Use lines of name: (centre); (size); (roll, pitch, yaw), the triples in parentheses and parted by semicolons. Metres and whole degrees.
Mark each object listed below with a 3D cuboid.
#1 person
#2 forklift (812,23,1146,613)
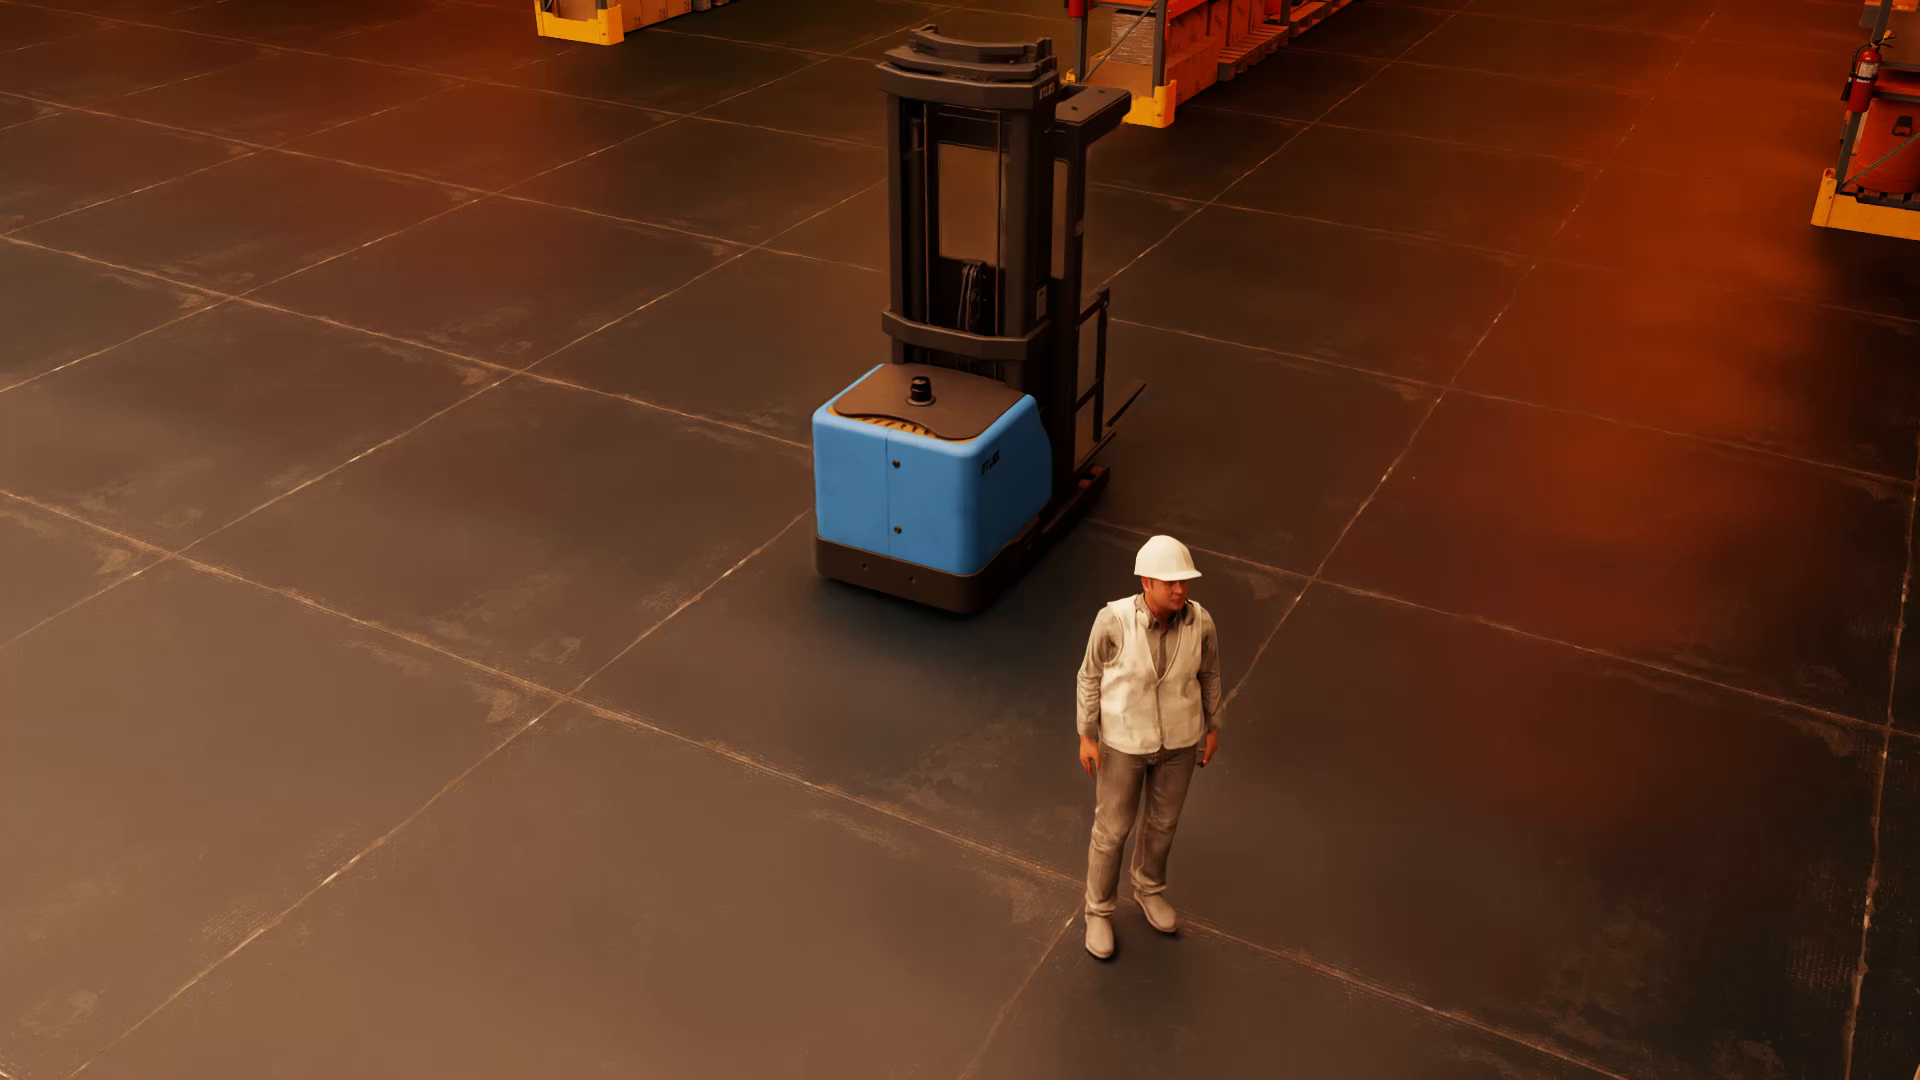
person: (0.790, 0.833, 6.776); (0.622, 1.777, 0.554); (-6, 31, -11)
forklift: (0.294, -1.576, 9.802); (1.130, 2.935, 3.031); (14, 33, 23)
